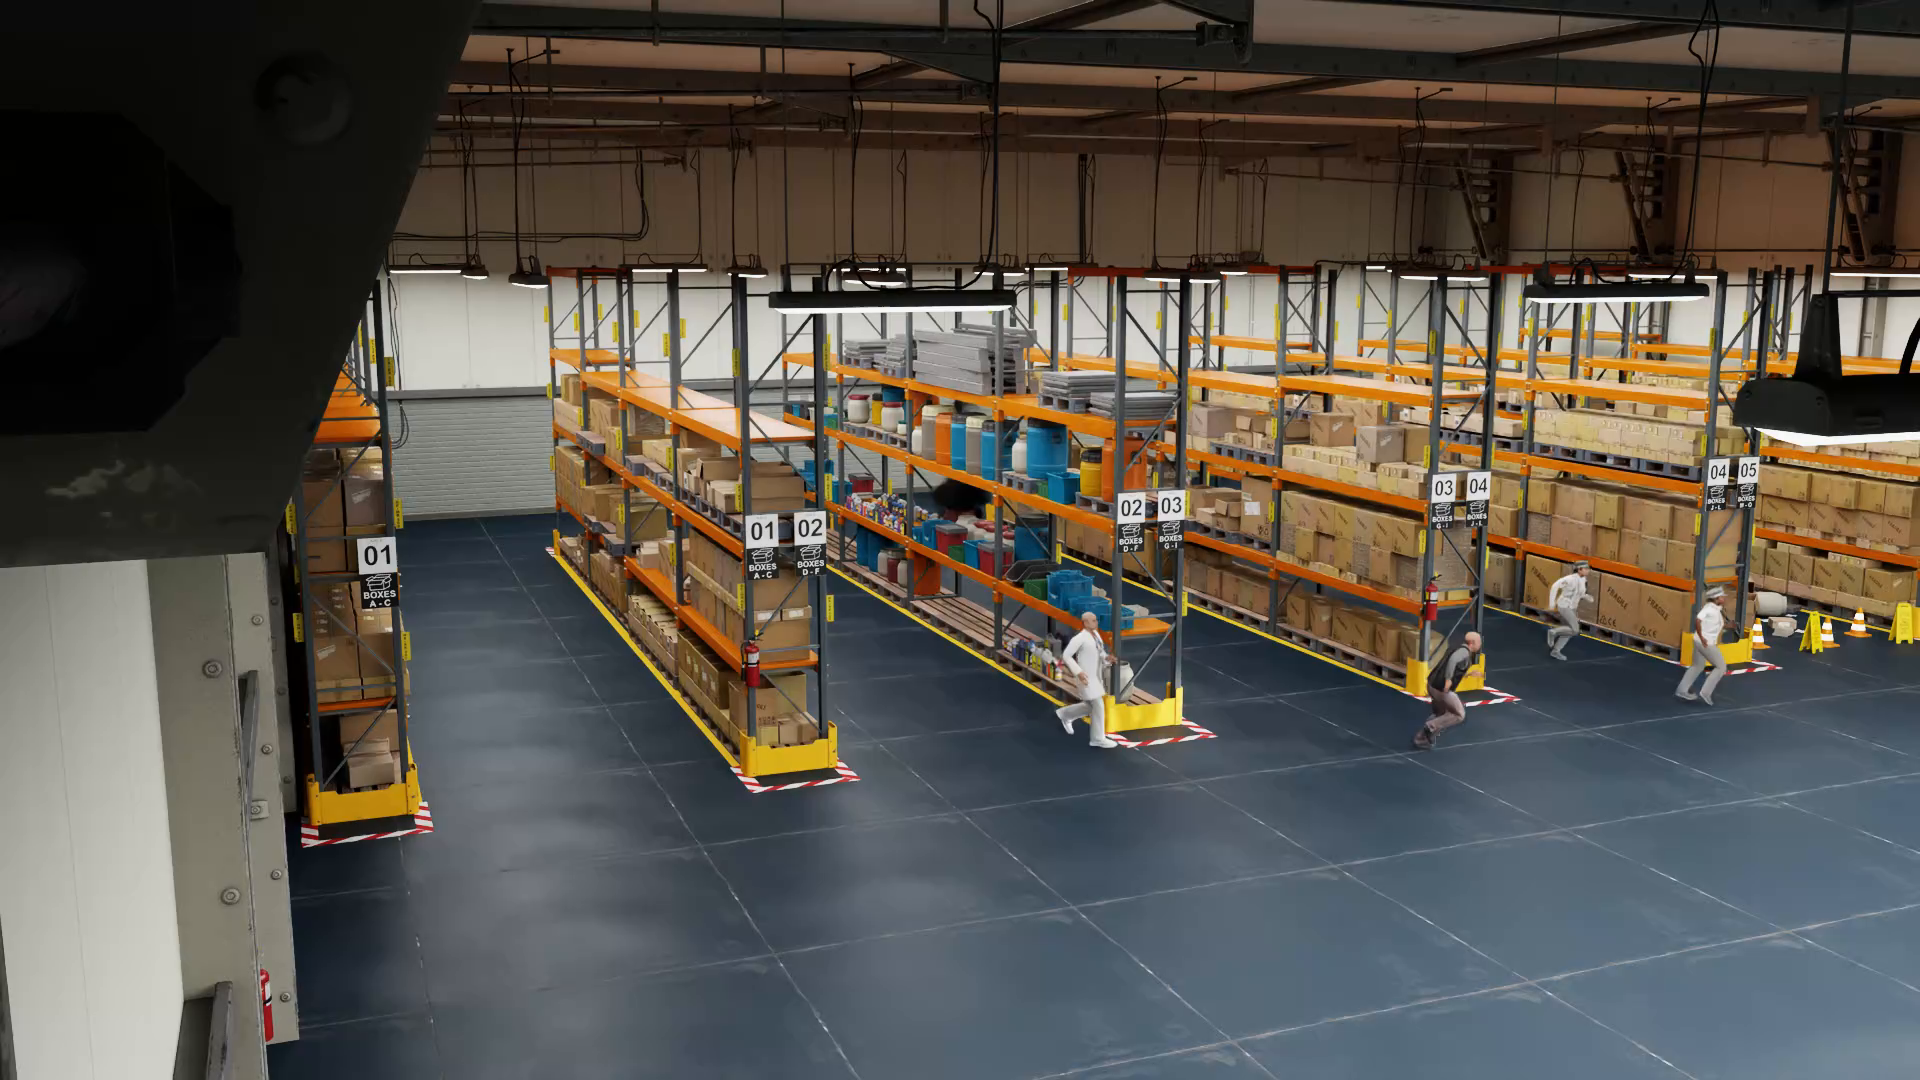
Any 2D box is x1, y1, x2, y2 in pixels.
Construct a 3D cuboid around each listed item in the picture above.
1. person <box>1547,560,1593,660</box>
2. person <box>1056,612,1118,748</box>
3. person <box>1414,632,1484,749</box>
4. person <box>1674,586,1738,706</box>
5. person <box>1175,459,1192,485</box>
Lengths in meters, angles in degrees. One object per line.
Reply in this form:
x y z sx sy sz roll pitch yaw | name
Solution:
9.515 1.079 25.898 0.668 1.616 0.604 9 13 43 | person
1.611 1.778 21.361 0.884 1.750 0.711 6 11 29 | person
6.240 1.933 21.128 0.866 1.544 0.685 0 10 2 | person
10.515 1.493 23.357 0.760 1.726 0.577 3 10 16 | person
5.009 -1.063 37.787 0.666 1.746 0.605 -4 11 -23 | person
